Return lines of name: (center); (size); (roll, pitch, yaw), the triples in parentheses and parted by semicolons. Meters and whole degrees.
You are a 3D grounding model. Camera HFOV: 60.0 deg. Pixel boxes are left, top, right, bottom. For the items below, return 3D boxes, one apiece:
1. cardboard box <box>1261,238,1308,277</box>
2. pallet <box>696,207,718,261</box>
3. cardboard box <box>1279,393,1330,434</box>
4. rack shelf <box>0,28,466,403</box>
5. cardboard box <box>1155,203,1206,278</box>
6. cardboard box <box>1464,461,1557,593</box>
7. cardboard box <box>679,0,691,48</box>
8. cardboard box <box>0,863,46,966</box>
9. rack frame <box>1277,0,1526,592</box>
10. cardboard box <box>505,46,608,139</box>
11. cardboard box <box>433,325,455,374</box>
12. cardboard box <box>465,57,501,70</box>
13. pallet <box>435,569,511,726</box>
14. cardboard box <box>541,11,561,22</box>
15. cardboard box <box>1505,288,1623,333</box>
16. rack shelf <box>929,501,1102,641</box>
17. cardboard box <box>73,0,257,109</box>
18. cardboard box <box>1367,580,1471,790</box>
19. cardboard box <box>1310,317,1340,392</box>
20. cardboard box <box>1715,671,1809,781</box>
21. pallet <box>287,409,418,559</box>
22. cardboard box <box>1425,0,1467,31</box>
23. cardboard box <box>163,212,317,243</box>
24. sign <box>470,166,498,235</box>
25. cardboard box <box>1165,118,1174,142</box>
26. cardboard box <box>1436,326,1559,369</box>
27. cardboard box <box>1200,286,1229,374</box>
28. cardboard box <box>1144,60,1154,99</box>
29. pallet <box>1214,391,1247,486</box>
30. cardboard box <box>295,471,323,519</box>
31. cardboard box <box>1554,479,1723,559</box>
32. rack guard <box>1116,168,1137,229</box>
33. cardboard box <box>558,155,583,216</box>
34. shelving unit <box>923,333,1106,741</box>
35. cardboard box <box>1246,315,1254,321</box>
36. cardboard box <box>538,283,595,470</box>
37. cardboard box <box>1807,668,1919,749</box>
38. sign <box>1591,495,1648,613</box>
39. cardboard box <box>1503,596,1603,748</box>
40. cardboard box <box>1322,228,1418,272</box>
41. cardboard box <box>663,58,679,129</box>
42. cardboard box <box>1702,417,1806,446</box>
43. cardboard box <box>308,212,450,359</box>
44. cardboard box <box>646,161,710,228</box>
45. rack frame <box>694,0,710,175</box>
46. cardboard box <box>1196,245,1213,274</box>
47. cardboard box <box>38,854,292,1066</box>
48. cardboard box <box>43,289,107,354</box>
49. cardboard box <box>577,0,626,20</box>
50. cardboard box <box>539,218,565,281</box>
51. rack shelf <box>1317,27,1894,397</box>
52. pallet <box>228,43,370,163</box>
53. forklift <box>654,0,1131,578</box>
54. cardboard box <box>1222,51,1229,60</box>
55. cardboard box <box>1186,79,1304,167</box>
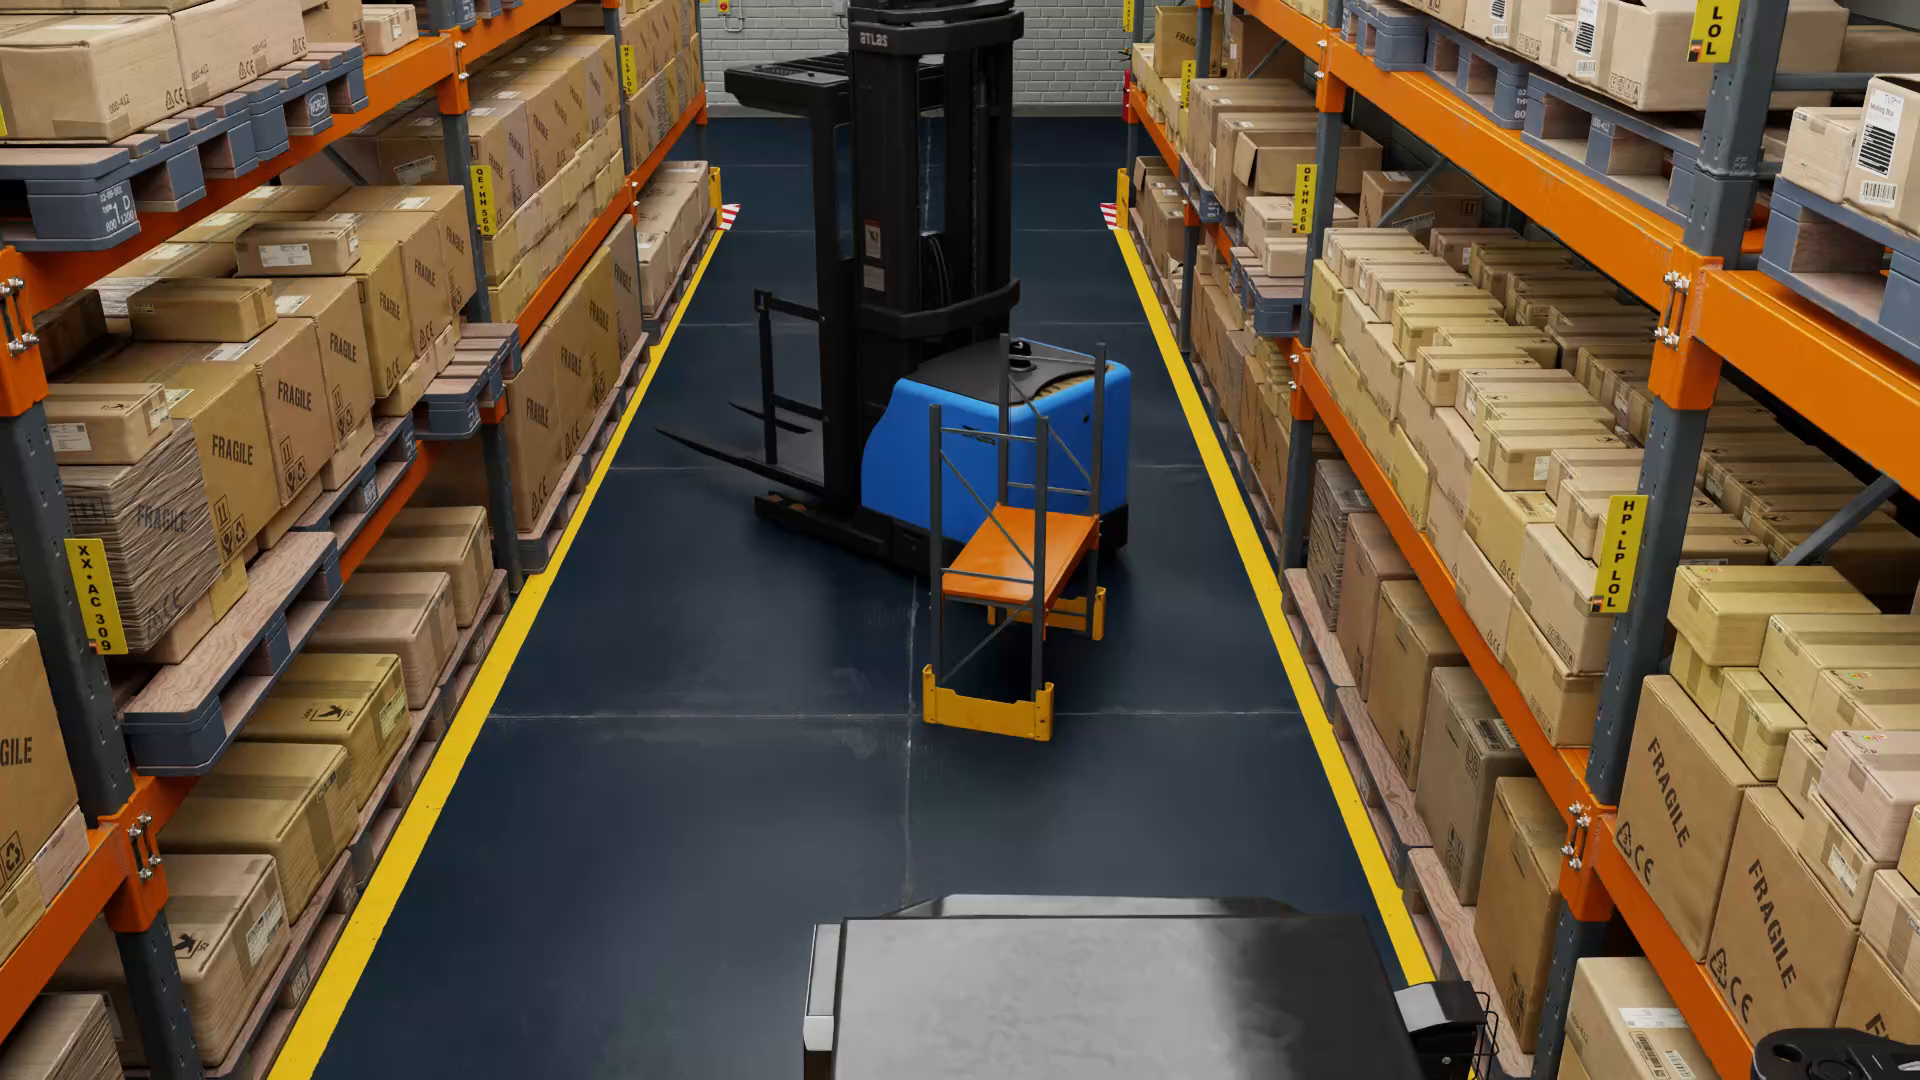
cardboard box: (1.783, -1.472, 8.659); (0.380, 0.149, 0.250); (0, 24, 0)
pallet: (-2.789, -2.799, 15.182); (1.003, 0.211, 1.213); (0, 24, -1)
cardboard box: (1.916, -0.676, 8.841); (0.380, 0.149, 0.250); (-1, 24, -3)
rack shelf: (-2.767, -1.317, 5.754); (1.077, 0.370, 4.000); (0, 24, -1)
cardboard box: (1.981, -2.442, 13.533); (0.700, 0.500, 0.500); (-1, 24, -3)
cardboard box: (1.944, -0.050, 5.296); (0.500, 0.250, 0.500); (-1, 24, -2)
cardboard box: (-2.598, -4.487, 14.196); (0.500, 0.500, 0.500); (0, 24, 0)
cardboard box: (-2.428, 0.895, 3.937); (0.380, 0.149, 0.250); (0, 24, 1)
rack frame: (2.174, -1.126, 8.099); (1.000, 3.000, 0.127); (0, 24, -1)
cardboard box: (-2.564, -2.855, 10.588); (0.500, 0.500, 0.500); (0, 24, 0)
cardboard box: (-2.427, -0.831, 7.243); (0.380, 0.149, 0.250); (0, 24, -1)
cardboard box: (-3.079, -2.652, 10.140); (0.500, 0.500, 0.500); (-1, 24, -2)
pallet: (-2.782, 0.491, 7.909); (1.003, 0.211, 1.213); (0, 24, -1)
cardboard box: (-3.049, -3.781, 11.849); (0.380, 0.149, 0.250); (0, 24, 1)
cardboard box: (2.434, -0.911, 6.715); (0.380, 0.149, 0.250); (0, 24, -1)
rack shelf: (0.271, 0.122, 7.597); (0.538, 0.185, 1.000); (7, 25, 16)
cardboard box: (-2.358, -1.395, 4.727); (0.500, 0.250, 0.500); (-1, 24, -1)
cardboard box: (2.190, 0.569, 6.725); (0.875, 0.625, 0.625); (-1, 24, -3)
cardboard box: (1.935, -0.873, 7.723); (0.500, 0.250, 0.500); (0, 24, 0)
cardboard box: (1.963, 0.421, 3.771); (0.380, 0.149, 0.250); (0, 24, 1)
pallet: (-2.727, -0.199, 6.283); (1.003, 0.211, 1.213); (0, 24, -1)
cardboard box: (1.950, -2.056, 5.763); (0.500, 0.500, 0.500); (0, 24, 1)
cardboard box: (-3.003, -1.073, 6.991); (0.500, 0.500, 0.500); (1, 24, 2)
sign: (-2.247, -1.600, 7.838); (0.100, 0.325, 0.005); (0, 24, -1)
cardboard box: (1.816, -3.217, 13.028); (0.380, 0.149, 0.250); (-1, 24, -1)
cardboard box: (2.007, -0.696, 6.240); (0.380, 0.149, 0.250); (0, 24, -1)
cardboard box: (1.926, -1.407, 11.244); (0.500, 0.500, 0.500); (-1, 24, -1)
cardboard box: (1.837, -3.885, 14.020); (0.500, 0.250, 0.500); (-1, 24, -2)
pallet: (2.193, -0.664, 10.463); (1.003, 0.211, 1.213); (0, 24, -1)
cardboard box: (-2.471, -0.187, 5.819); (0.380, 0.149, 0.250); (0, 24, 0)
cardboard box: (1.971, -0.065, 4.844); (0.380, 0.149, 0.250); (-1, 24, -1)
rack guard: (2.088, -3.252, 15.834); (1.175, 0.500, 0.348); (0, 24, -1)
cardboard box: (-2.538, -2.099, 9.826); (0.500, 0.250, 0.500); (0, 24, 0)
shelving unit: (0.274, -0.046, 7.531); (0.587, 1.500, 1.083); (7, 25, 16)
cardboard box: (1.977, -1.324, 10.274); (0.380, 0.149, 0.250); (0, 24, 0)
cardboard box: (-2.719, -0.978, 9.840); (0.875, 0.875, 0.875); (0, 24, 0)
cardboard box: (2.030, 0.391, 3.476); (0.380, 0.149, 0.250); (-1, 24, -2)
sign: (1.675, 0.037, 4.218); (0.100, 0.325, 0.005); (0, 24, -1)
cardboard box: (1.951, 0.384, 4.942); (0.500, 0.250, 0.500); (0, 24, 1)
cardboard box: (1.883, -1.334, 7.651); (0.380, 0.149, 0.250); (0, 24, 1)
cardboard box: (-2.582, -3.615, 13.481); (0.500, 0.500, 0.500); (0, 24, 1)
cardboard box: (2.453, -0.283, 5.328); (0.380, 0.149, 0.250); (0, 24, -1)
cardboard box: (-2.490, -1.075, 6.996); (0.500, 0.500, 0.500); (-1, 24, -1)
cardboard box: (-2.769, -3.151, 15.176); (0.875, 0.438, 0.875); (-1, 24, -2)
rack frame: (-2.876, -4.398, 15.335); (1.000, 3.000, 0.127); (0, 24, -1)
cardboard box: (1.868, -1.973, 11.709); (0.380, 0.149, 0.250); (1, 24, 2)
cardboard box: (-2.754, 1.336, 5.335); (0.950, 0.372, 0.625); (0, 24, 0)
cardboard box: (-3.023, -0.708, 5.396); (0.380, 0.149, 0.250); (-1, 24, -3)
cardboard box: (-2.596, -3.784, 11.854); (0.380, 0.149, 0.250); (0, 24, 0)
cardboard box: (-2.566, -1.664, 9.471); (0.500, 0.250, 0.500); (1, 24, 1)
rack shelf: (2.196, -1.341, 5.807); (1.077, 0.370, 4.000); (0, 24, -1)
pallet: (-2.660, -1.417, 5.331); (1.213, 0.211, 1.003); (0, 24, -1)
forklift: (-0.530, -1.519, 9.051); (3.031, 2.935, 1.130); (20, 31, 37)
cardboard box: (2.362, -4.089, 14.471); (0.500, 0.250, 0.500); (0, 24, 0)
cardboard box: (1.912, -2.811, 11.193); (0.700, 0.500, 0.500); (0, 24, 1)
